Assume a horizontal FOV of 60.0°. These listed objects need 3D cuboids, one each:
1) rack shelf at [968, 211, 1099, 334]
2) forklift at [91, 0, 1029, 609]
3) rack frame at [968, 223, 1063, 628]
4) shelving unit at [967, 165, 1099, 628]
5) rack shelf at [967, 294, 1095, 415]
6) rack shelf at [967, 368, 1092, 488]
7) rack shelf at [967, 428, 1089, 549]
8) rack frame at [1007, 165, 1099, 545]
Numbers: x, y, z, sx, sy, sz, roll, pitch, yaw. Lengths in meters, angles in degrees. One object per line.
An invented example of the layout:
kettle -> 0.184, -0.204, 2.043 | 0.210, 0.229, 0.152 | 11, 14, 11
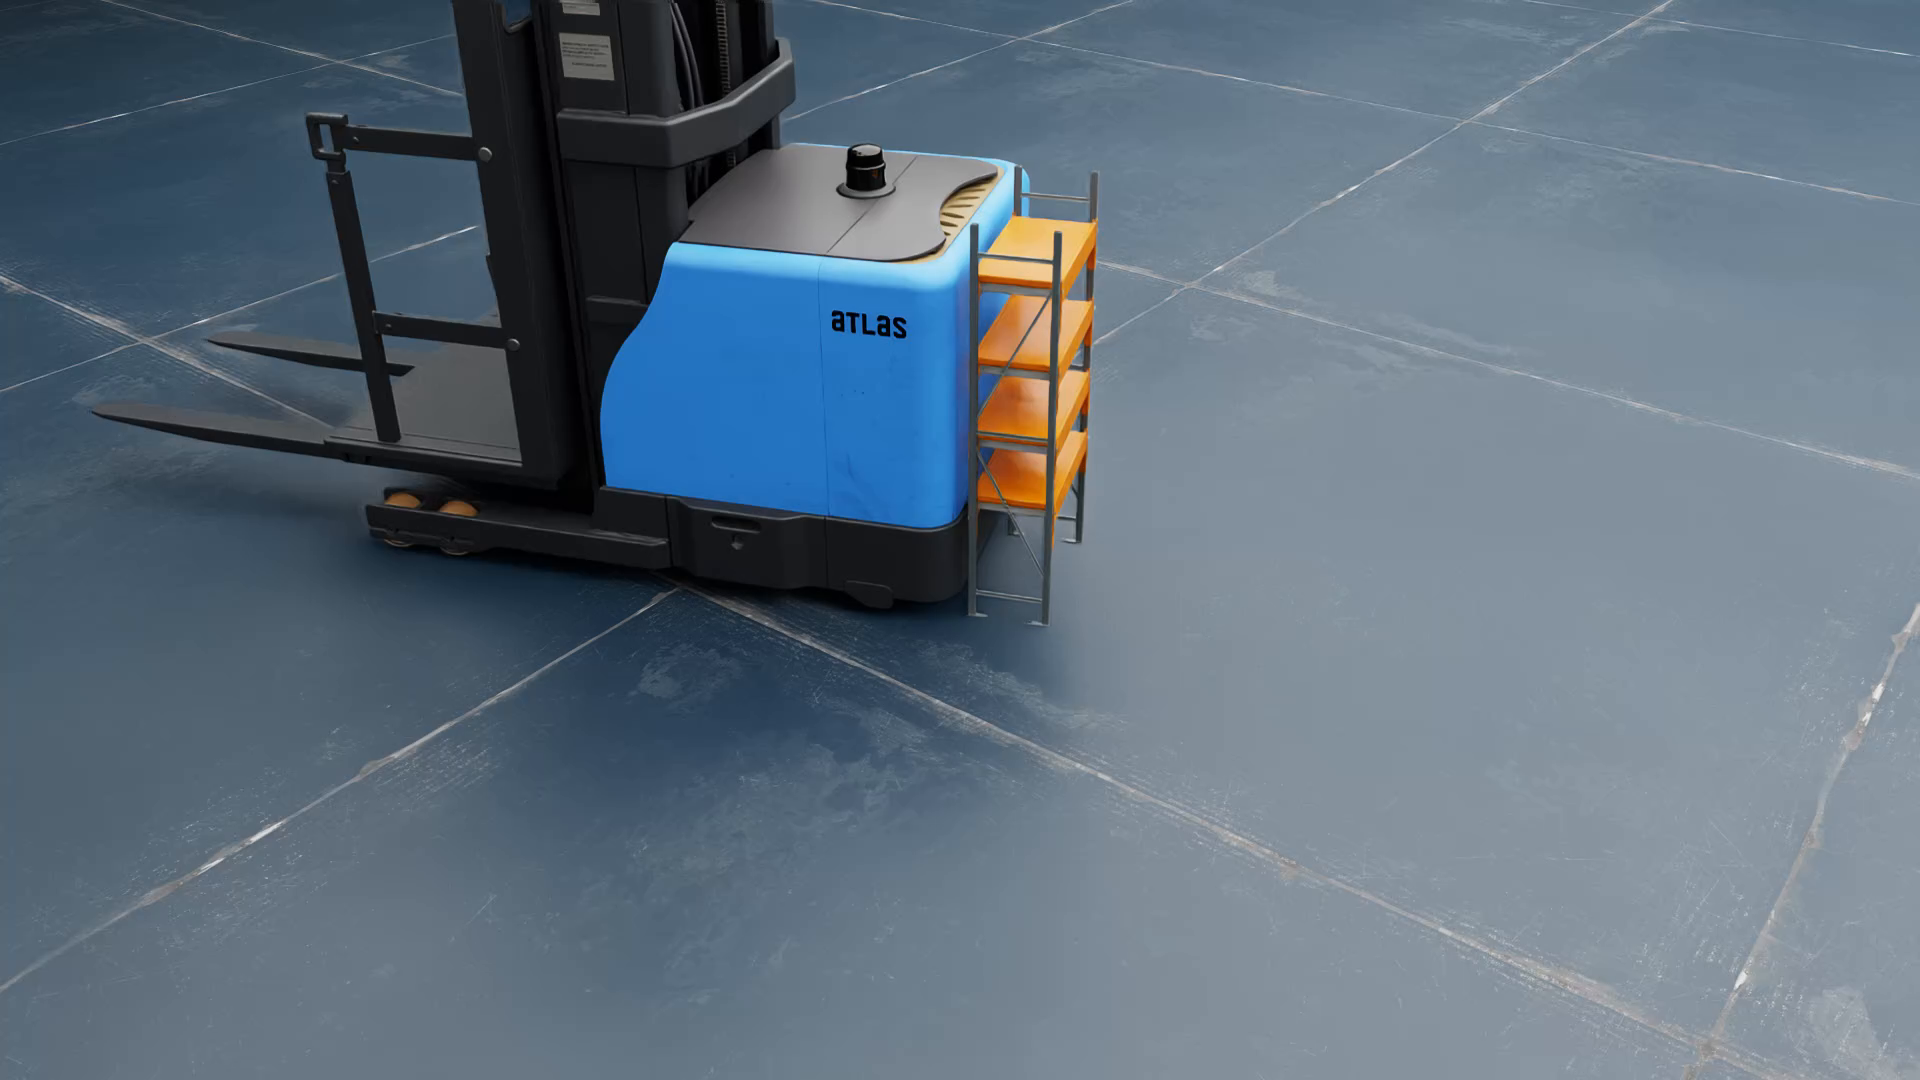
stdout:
rack shelf -> 0.206, -0.738, 4.548 | 0.258, 0.148, 0.480 | 8, 32, 13
forklift -> -1.349, -1.463, 4.844 | 3.031, 2.935, 1.130 | 8, 32, 13
rack frame -> 0.143, -0.280, 4.545 | 0.240, 1.200, 0.015 | 8, 32, 13
shelving unit -> 0.206, -0.400, 4.748 | 0.258, 1.200, 0.503 | 8, 32, 13
rack shelf -> 0.206, -0.535, 4.668 | 0.258, 0.148, 0.480 | 8, 32, 13
rack shelf -> 0.206, -0.342, 4.782 | 0.258, 0.148, 0.480 | 8, 32, 13
rack shelf -> 0.206, -0.171, 4.884 | 0.258, 0.148, 0.480 | 8, 32, 13
rack frame -> 0.269, -0.520, 4.951 | 0.240, 1.200, 0.015 | 8, 32, 13
